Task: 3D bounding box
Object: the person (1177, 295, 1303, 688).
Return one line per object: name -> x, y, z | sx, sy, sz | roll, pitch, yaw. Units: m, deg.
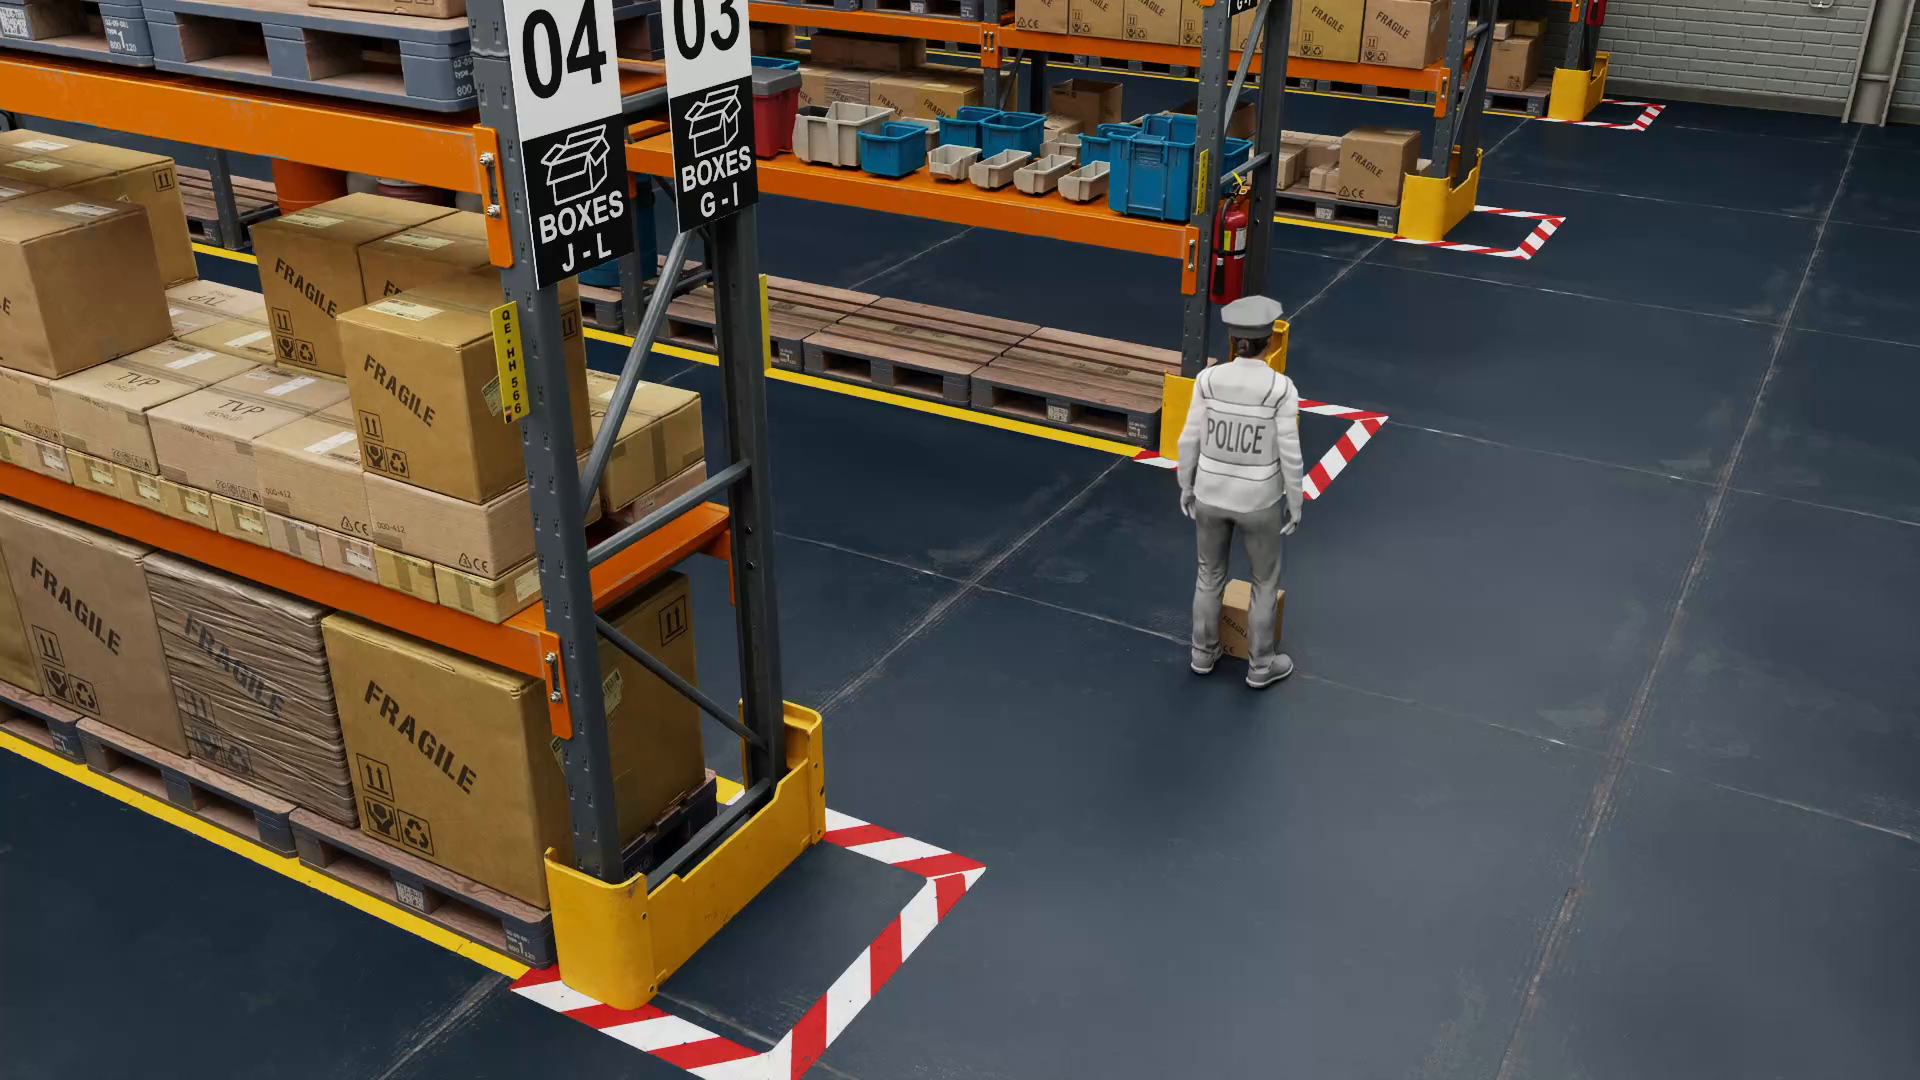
person -> 1.170, -0.175, 6.958 | 0.546, 1.664, 0.375 | 12, 29, 23
